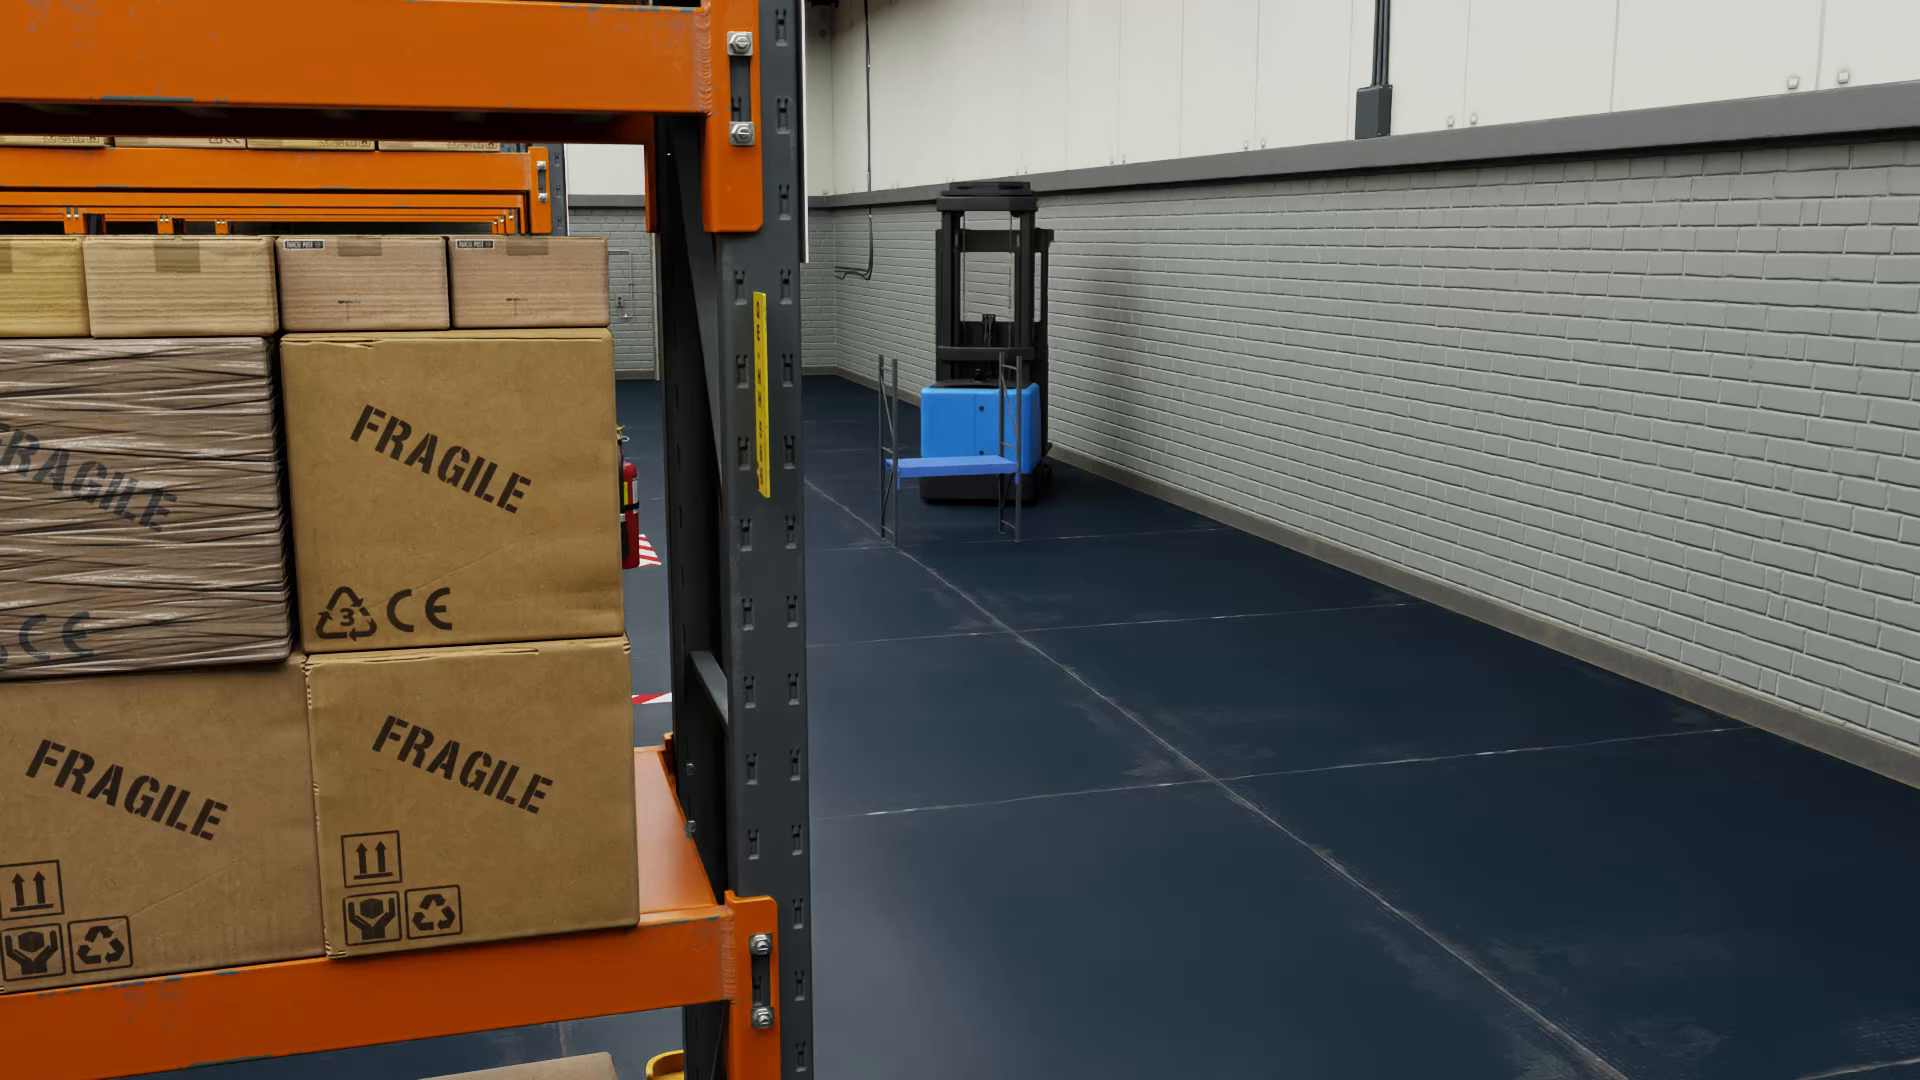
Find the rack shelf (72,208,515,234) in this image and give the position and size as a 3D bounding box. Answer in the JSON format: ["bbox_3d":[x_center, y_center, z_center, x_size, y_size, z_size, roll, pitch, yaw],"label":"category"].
[{"bbox_3d":[-6.534,-3.248,16.605,4.000,0.370,1.077,-3,11,-16],"label":"rack shelf"}]

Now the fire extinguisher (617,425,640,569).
[{"bbox_3d":[-1.569,-0.210,7.647,0.183,0.674,0.296,-3,11,-16],"label":"fire extinguisher"}]

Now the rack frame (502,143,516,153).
[{"bbox_3d":[-4.613,-5.178,16.818,0.127,3.000,1.000,-3,11,-16],"label":"rack frame"}]

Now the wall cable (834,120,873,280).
[{"bbox_3d":[-1.852,-5.597,27.671,0.112,2.526,3.097,-3,11,-16],"label":"wall cable"}]

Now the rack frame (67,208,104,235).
[{"bbox_3d":[-8.454,-2.025,16.261,0.127,3.000,1.000,-3,11,-16],"label":"rack frame"}]

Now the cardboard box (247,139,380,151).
[{"bbox_3d":[-2.790,-1.804,7.193,0.500,0.250,0.500,-3,11,-16],"label":"cardboard box"}]

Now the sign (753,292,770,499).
[{"bbox_3d":[-0.321,-0.235,2.684,0.005,0.325,0.100,-3,11,-16],"label":"sign"}]

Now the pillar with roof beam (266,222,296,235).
[{"bbox_3d":[-9.589,-6.135,22.017,0.548,9.000,9.100,-3,11,-16],"label":"pillar with roof beam"}]

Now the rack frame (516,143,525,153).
[{"bbox_3d":[-3.229,-4.317,12.141,0.127,3.000,1.000,-3,11,-16],"label":"rack frame"}]

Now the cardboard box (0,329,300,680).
[{"bbox_3d":[-1.349,-0.087,2.698,0.500,0.500,0.500,-3,11,-16],"label":"cardboard box"}]

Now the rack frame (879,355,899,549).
[{"bbox_3d":[-0.570,-0.708,13.247,0.032,1.500,0.500,-3,11,-16],"label":"rack frame"}]

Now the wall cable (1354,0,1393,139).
[{"bbox_3d":[3.164,-5.586,10.149,0.120,5.999,2.277,-3,11,-16],"label":"wall cable"}]

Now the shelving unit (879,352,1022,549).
[{"bbox_3d":[-0.082,-0.733,13.387,1.048,1.500,0.538,-3,11,-16],"label":"shelving unit"}]

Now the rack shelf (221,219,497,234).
[{"bbox_3d":[-9.303,-4.970,25.960,4.000,0.370,1.077,-3,11,-16],"label":"rack shelf"}]

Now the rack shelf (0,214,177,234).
[{"bbox_3d":[-11.755,-3.906,20.183,4.000,0.370,1.077,-3,11,-16],"label":"rack shelf"}]

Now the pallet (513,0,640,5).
[{"bbox_3d":[-1.168,-1.036,2.849,1.213,0.211,1.003,-3,11,-16],"label":"pallet"}]

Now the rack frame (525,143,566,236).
[{"bbox_3d":[-1.940,-0.499,7.973,0.127,3.000,1.000,-3,11,-16],"label":"rack frame"}]

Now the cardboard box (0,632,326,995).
[{"bbox_3d":[-1.334,0.400,2.811,0.500,0.500,0.500,-3,11,-17],"label":"cardboard box"}]

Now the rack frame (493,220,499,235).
[{"bbox_3d":[-7.382,-3.950,26.716,0.127,3.000,1.000,-3,11,-16],"label":"rack frame"}]

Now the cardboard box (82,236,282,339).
[{"bbox_3d":[-1.209,-0.406,2.637,0.250,0.149,0.380,-3,11,-16],"label":"cardboard box"}]

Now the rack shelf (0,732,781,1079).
[{"bbox_3d":[-2.379,0.811,2.841,4.000,0.370,1.077,-3,11,-16],"label":"rack shelf"}]

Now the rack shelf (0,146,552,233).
[{"bbox_3d":[-3.860,-1.519,7.216,4.000,0.370,1.077,-3,11,-16],"label":"rack shelf"}]

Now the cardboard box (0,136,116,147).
[{"bbox_3d":[-3.775,-1.751,6.904,0.500,0.250,0.500,-3,11,-13],"label":"cardboard box"}]

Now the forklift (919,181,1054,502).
[{"bbox_3d":[0.339,-2.012,16.383,1.130,2.935,3.031,1,11,8],"label":"forklift"}]

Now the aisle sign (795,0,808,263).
[{"bbox_3d":[-0.303,-0.872,2.818,0.004,0.787,0.394,-3,11,-16],"label":"aisle sign"}]

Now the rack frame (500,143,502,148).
[{"bbox_3d":[-5.994,-6.039,21.496,0.127,3.000,1.000,-3,11,-16],"label":"rack frame"}]

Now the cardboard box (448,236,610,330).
[{"bbox_3d":[-0.748,-0.451,2.880,0.250,0.149,0.380,-3,11,-15],"label":"cardboard box"}]

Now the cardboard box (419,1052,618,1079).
[{"bbox_3d":[-1.065,1.461,3.244,0.875,0.438,0.875,-3,11,-18],"label":"cardboard box"}]
